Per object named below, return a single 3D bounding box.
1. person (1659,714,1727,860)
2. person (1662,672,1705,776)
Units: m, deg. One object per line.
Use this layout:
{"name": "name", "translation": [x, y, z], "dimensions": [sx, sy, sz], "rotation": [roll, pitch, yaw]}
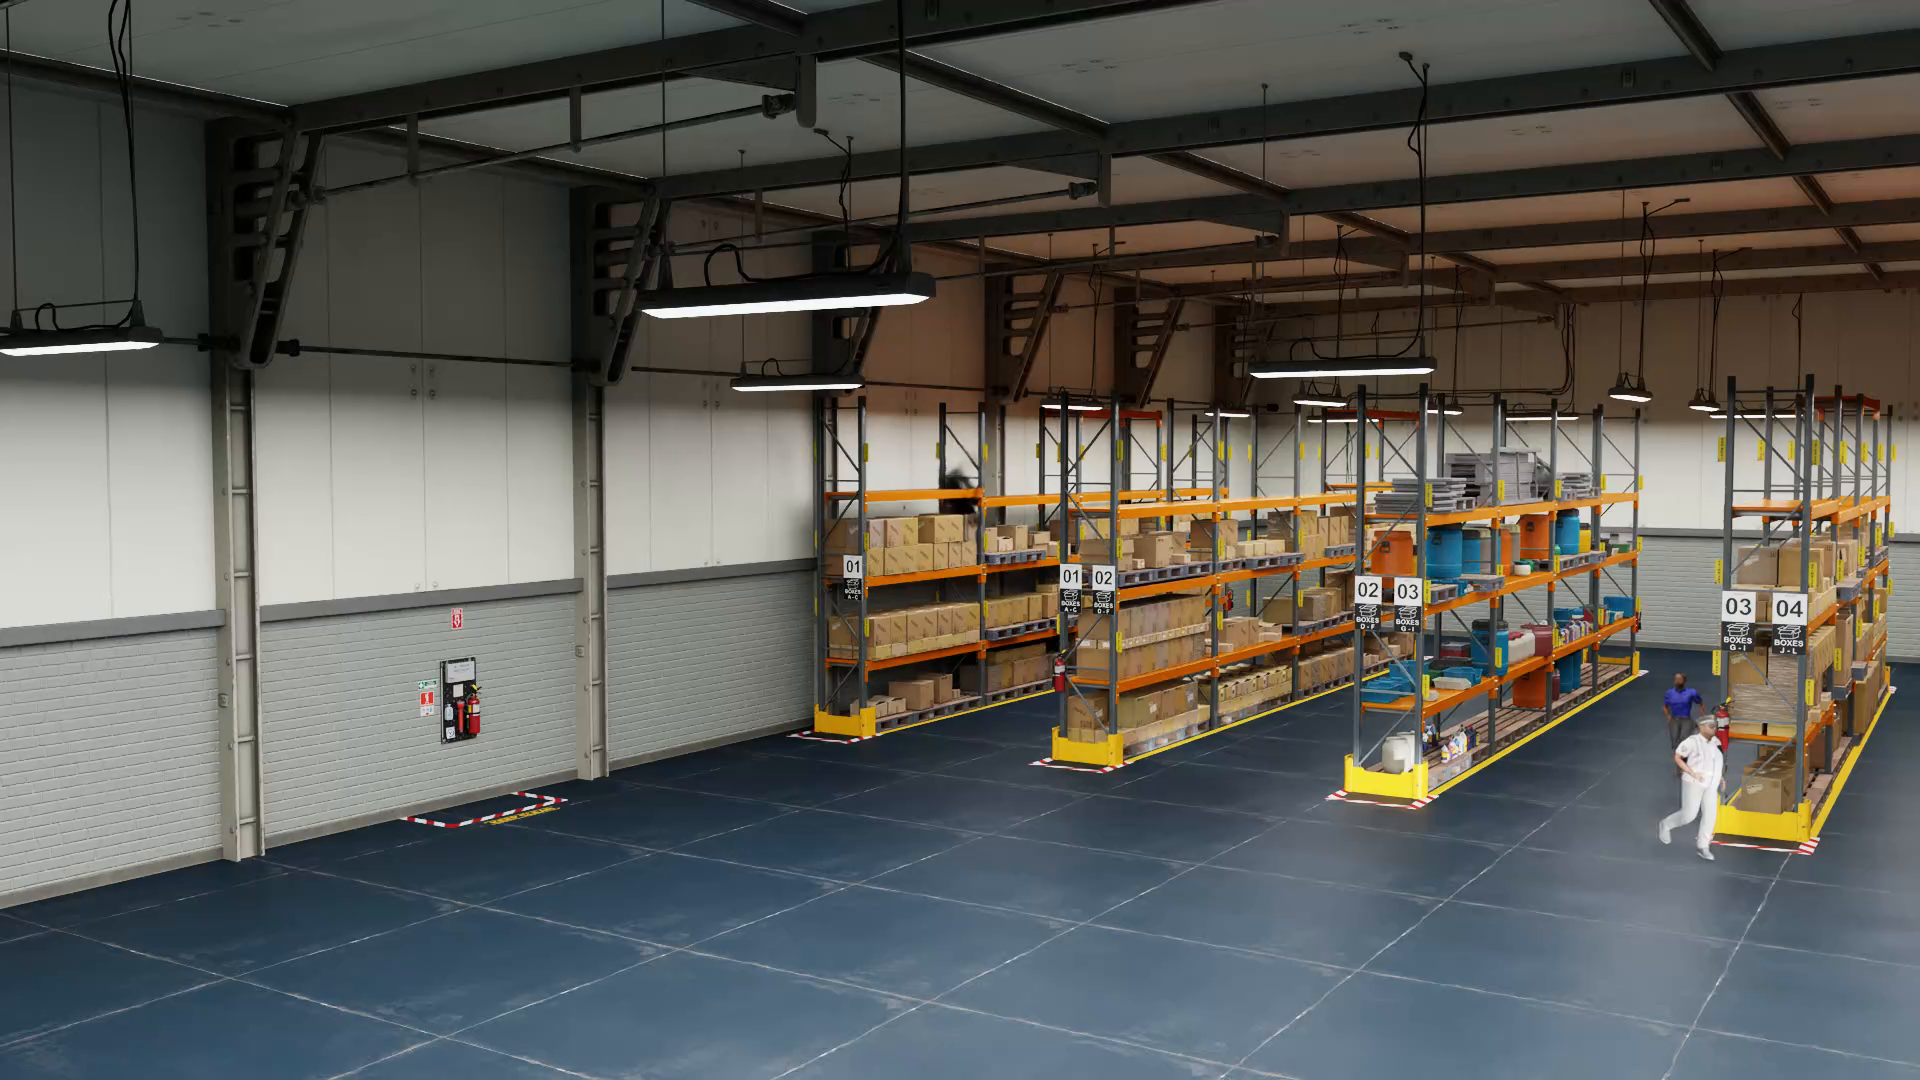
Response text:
{"name": "person", "translation": [9.282, 3.040, 20.775], "dimensions": [0.721, 1.736, 0.907], "rotation": [-1, 3, -14]}
{"name": "person", "translation": [11.098, 2.855, 25.586], "dimensions": [0.590, 1.603, 0.573], "rotation": [2, 4, 35]}
